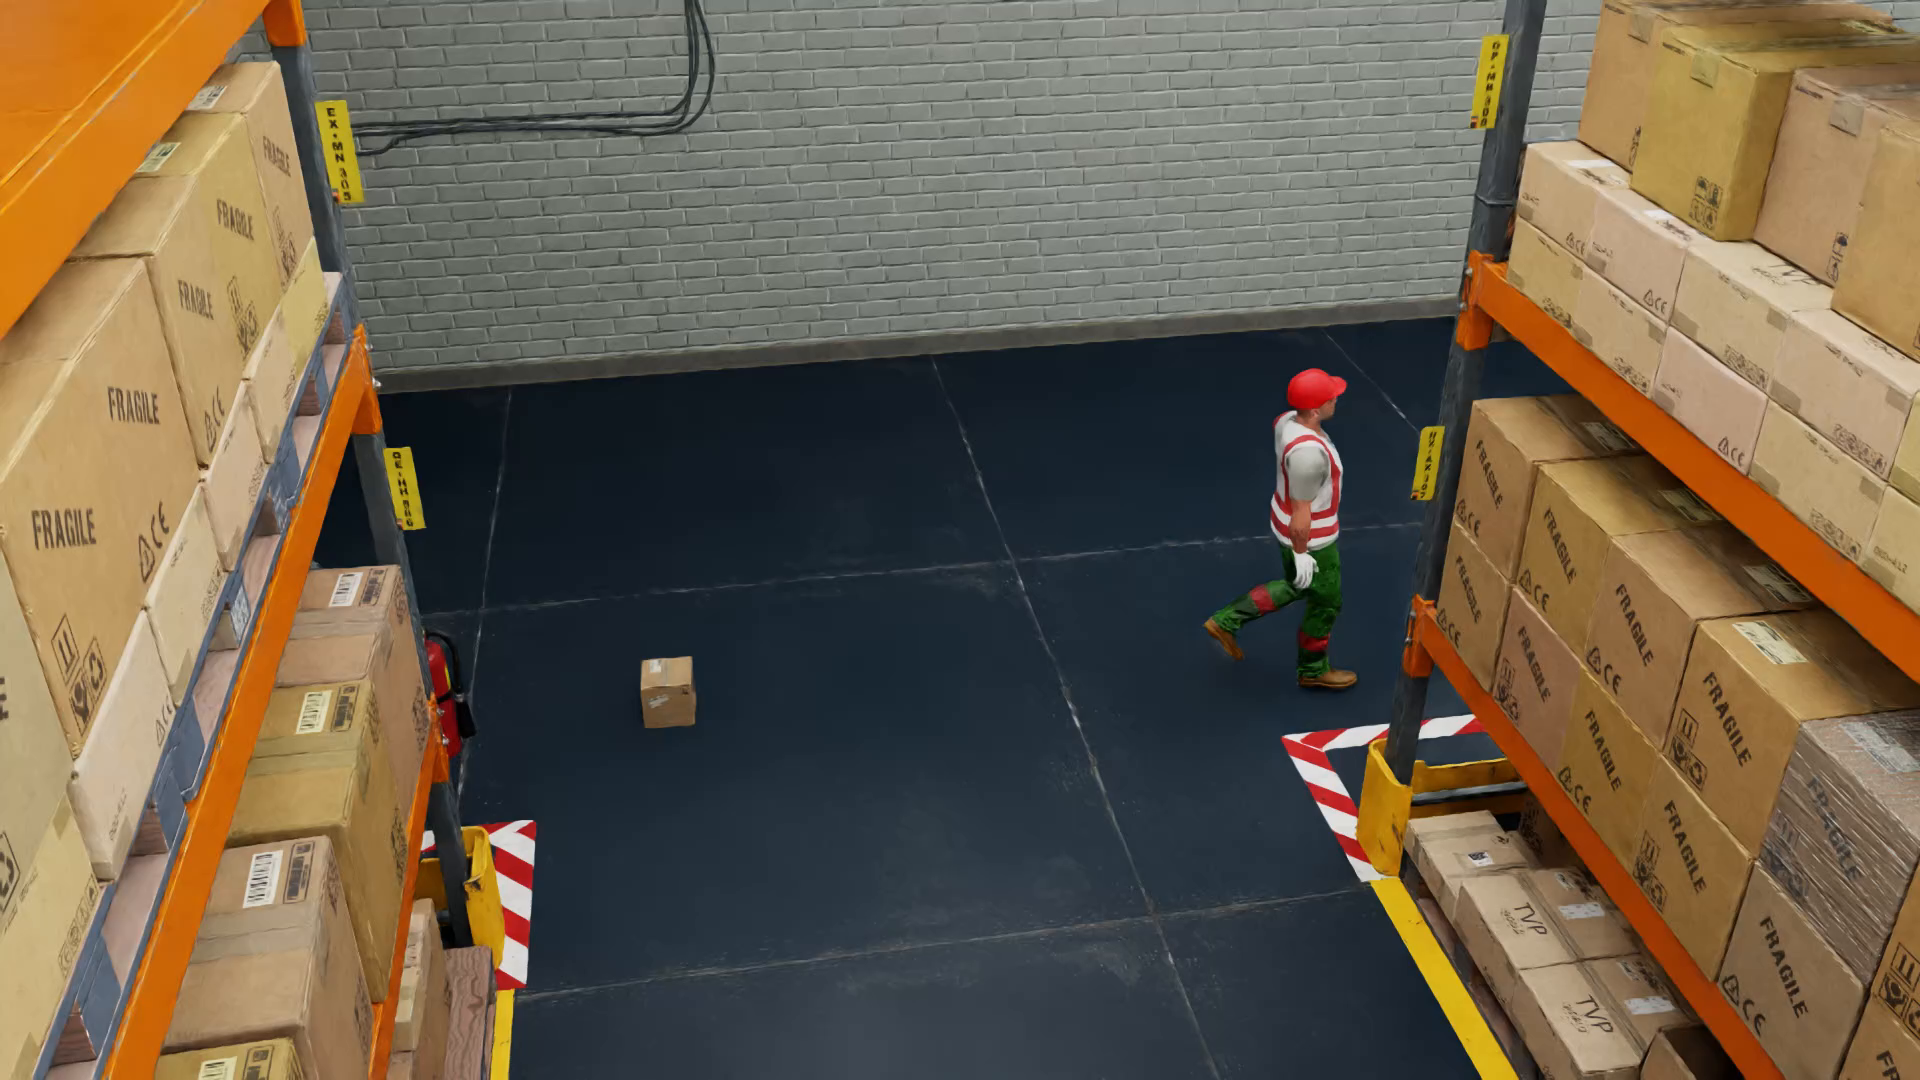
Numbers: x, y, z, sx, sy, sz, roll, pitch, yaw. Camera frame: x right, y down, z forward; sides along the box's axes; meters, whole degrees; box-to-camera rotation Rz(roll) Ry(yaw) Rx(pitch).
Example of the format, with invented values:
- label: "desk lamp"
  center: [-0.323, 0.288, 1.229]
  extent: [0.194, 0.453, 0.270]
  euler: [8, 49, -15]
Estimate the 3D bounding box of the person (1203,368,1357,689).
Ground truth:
- label: "person"
  center: [1.645, -0.042, 8.164]
  extent: [0.789, 1.770, 0.551]
  euler: [-1, 30, -1]
